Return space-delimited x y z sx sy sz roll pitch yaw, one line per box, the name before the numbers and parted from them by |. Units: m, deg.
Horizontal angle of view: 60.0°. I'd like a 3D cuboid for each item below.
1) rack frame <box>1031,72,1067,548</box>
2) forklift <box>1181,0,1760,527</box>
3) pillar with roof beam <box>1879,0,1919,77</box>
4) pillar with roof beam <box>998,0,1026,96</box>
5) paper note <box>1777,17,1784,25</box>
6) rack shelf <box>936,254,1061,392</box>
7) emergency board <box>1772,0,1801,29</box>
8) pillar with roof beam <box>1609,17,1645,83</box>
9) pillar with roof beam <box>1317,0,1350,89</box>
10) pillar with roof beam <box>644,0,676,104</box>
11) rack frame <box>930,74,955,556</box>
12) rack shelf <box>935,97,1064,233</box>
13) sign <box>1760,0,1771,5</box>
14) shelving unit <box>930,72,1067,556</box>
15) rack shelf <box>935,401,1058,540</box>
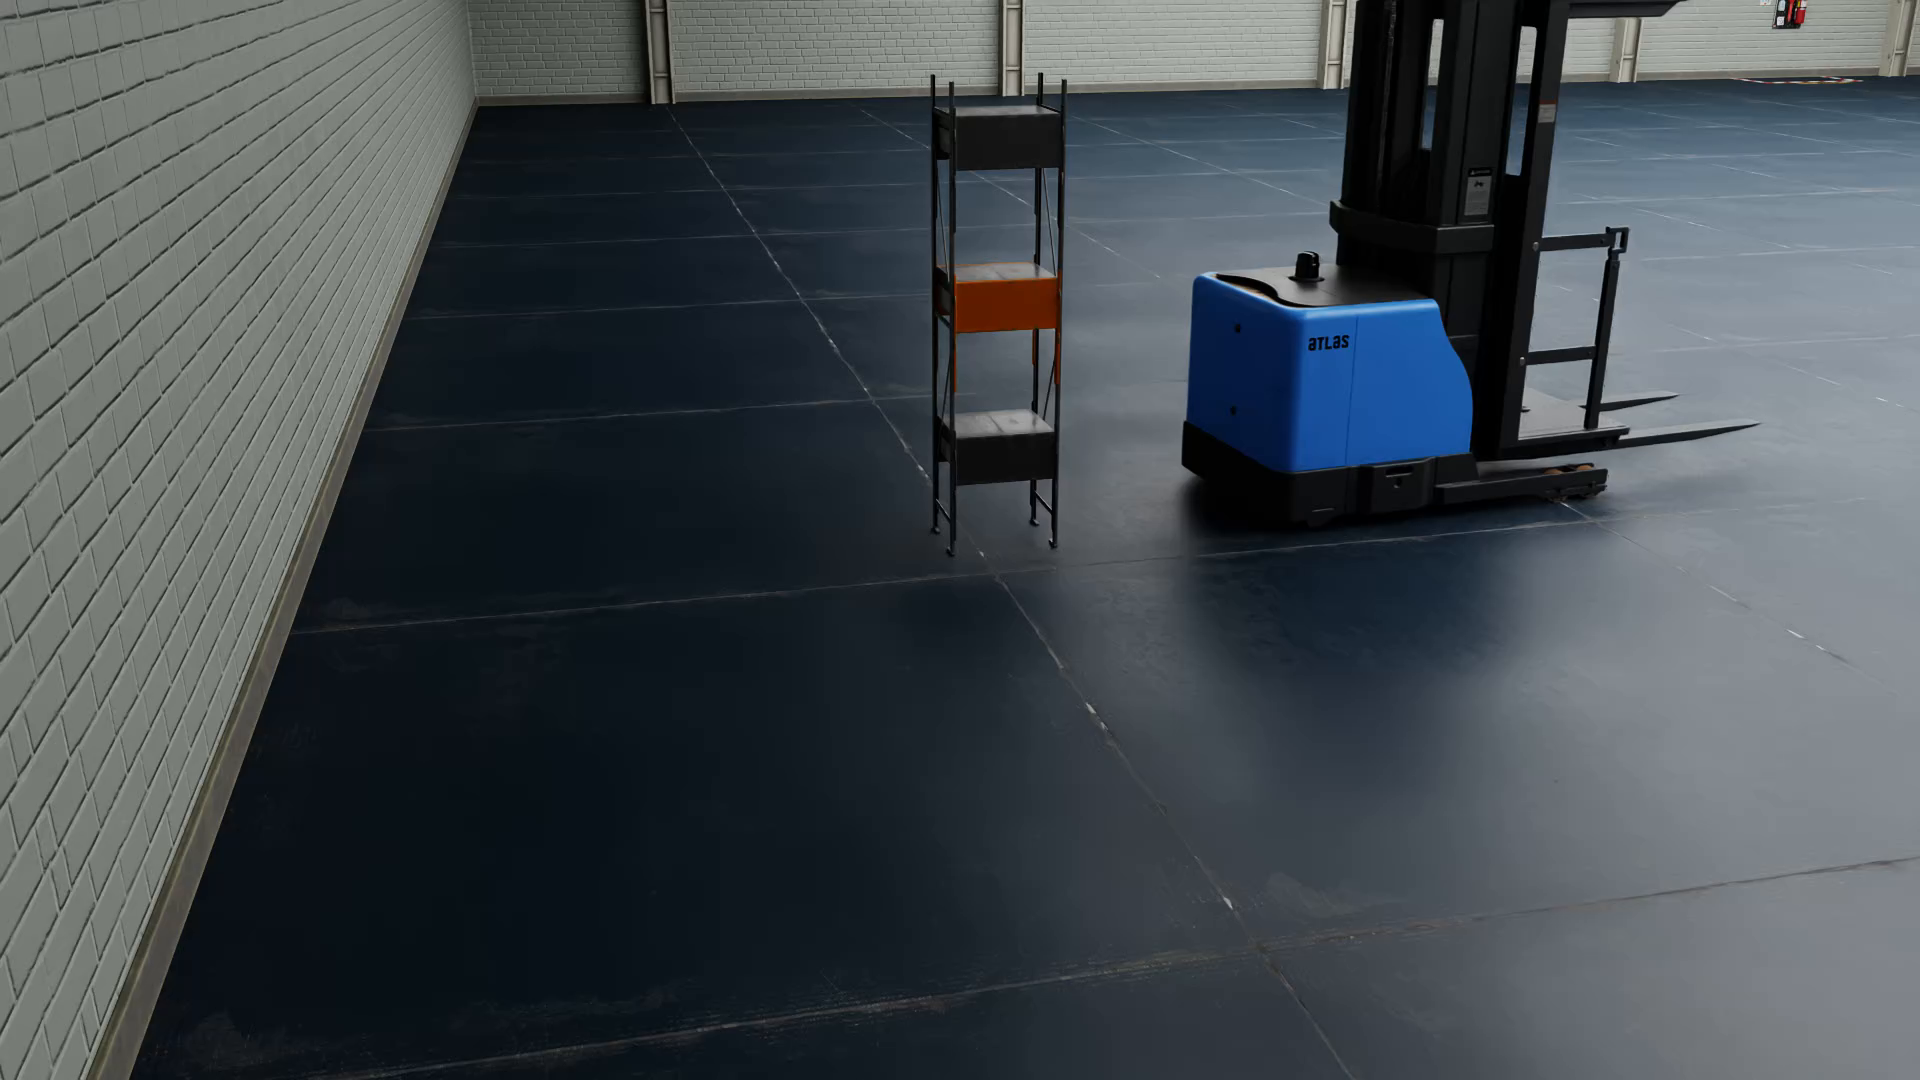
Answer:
rack frame | 0.399 -1.018 7.542 0.015 2.100 0.400 -5 21 -12
forklift | 2.730 -1.726 8.266 3.031 2.935 1.130 -7 21 -18
pillar with roof beam | 19.401 -11.962 27.388 0.400 9.000 9.100 -5 21 -12
pillar with roof beam | 1.884 -10.538 23.499 0.400 9.000 9.100 -5 21 -12
paper note | 15.808 -9.999 32.031 0.142 0.148 0.016 -5 21 -12
rack shelf | 0.161 -0.986 7.494 0.480 0.518 0.431 -5 21 -12
emergency board | 15.984 -10.409 31.870 0.626 1.169 0.157 -5 21 -12
pillar with roof beam | 13.562 -11.488 26.092 0.400 9.000 9.100 -5 21 -12
pillar with roof beam | 7.723 -11.013 24.795 0.400 9.000 9.100 -5 21 -12
pillar with roof beam | -3.955 -10.063 22.202 0.400 9.000 9.100 -5 21 -12
rack frame | -0.076 -0.980 7.436 0.015 2.100 0.400 -5 21 -12
rack shelf | 0.161 -1.644 7.253 0.480 0.518 0.431 -5 21 -12
sign | 15.435 -10.411 31.823 0.234 0.329 0.001 -5 21 -12
shelving unit | 0.161 -0.999 7.489 0.503 2.100 0.431 -5 21 -12
rack shelf | 0.161 -0.329 7.735 0.480 0.518 0.431 -5 21 -12
